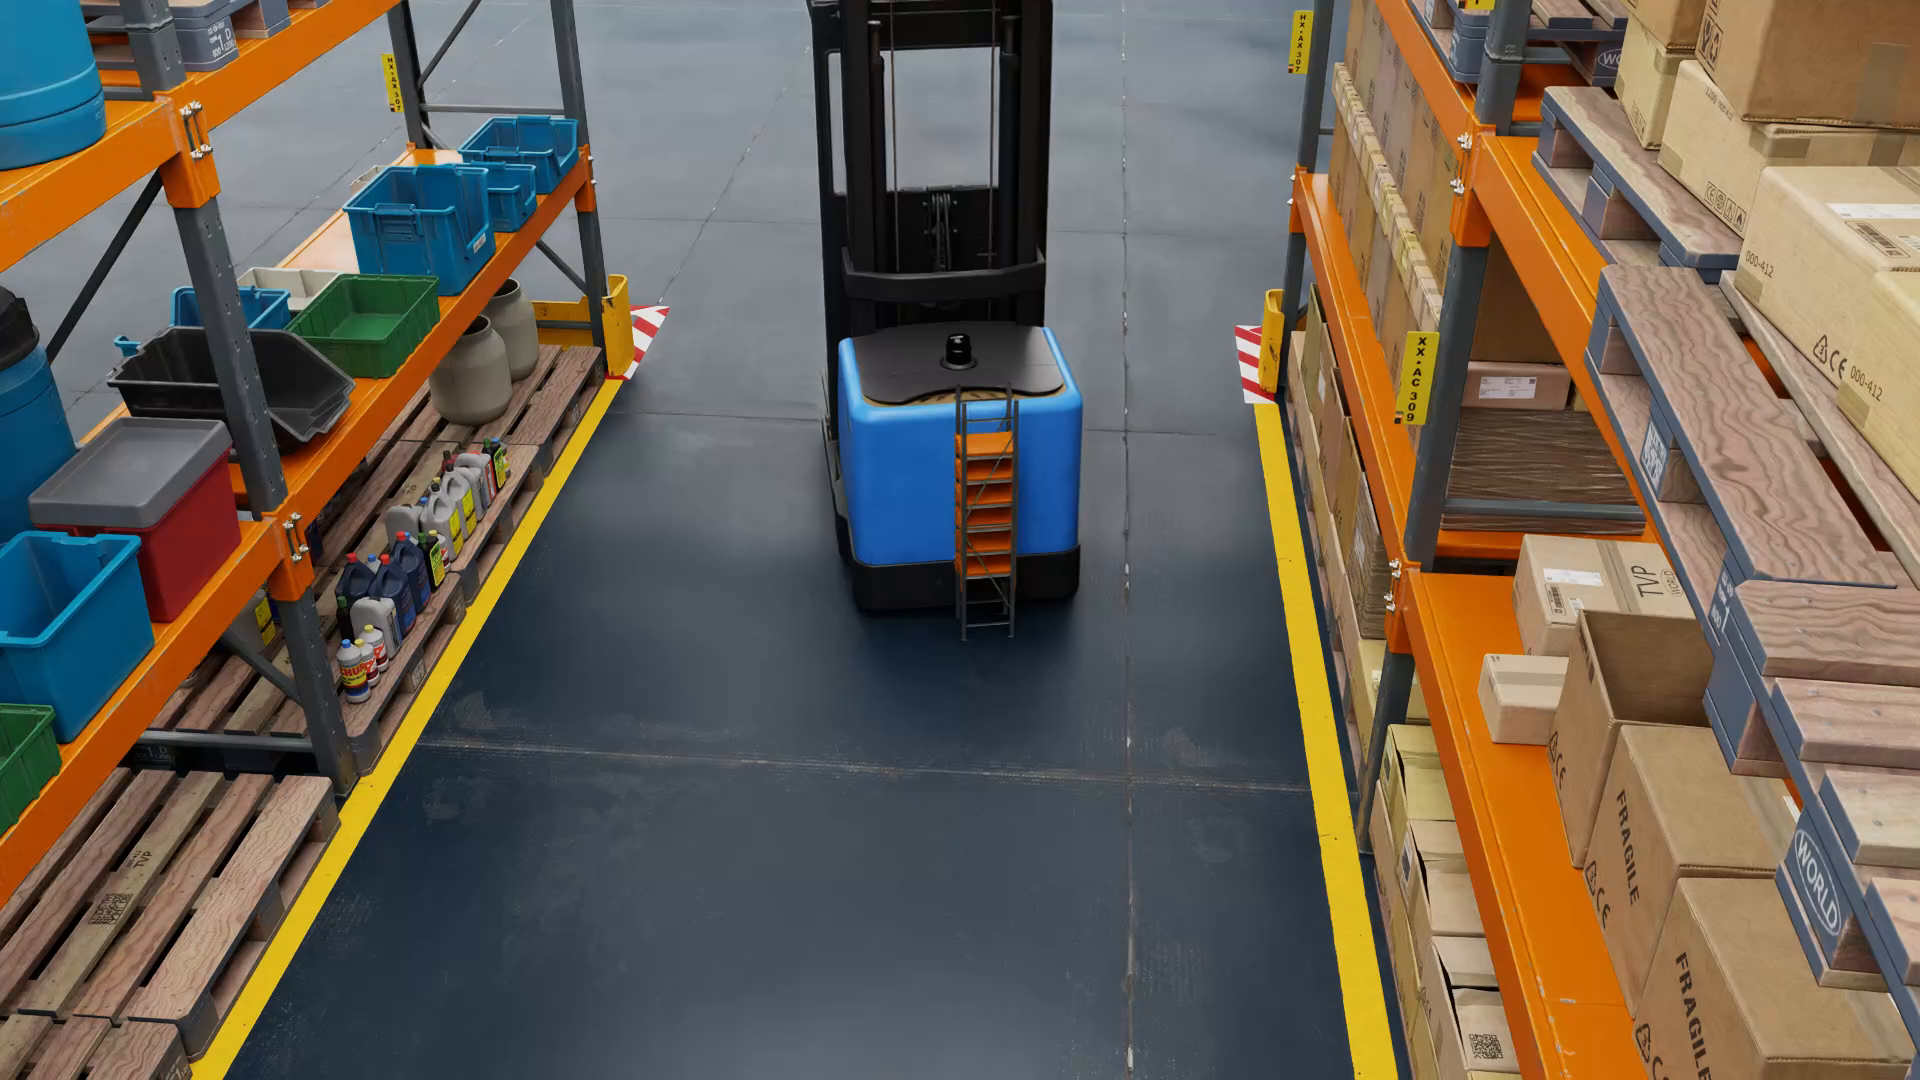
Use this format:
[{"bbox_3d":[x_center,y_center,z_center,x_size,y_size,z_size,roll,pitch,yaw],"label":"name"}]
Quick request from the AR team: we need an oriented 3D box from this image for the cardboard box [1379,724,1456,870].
[{"bbox_3d":[1.734,0.867,5.670,0.500,0.311,0.500,3,32,4],"label":"cardboard box"}]

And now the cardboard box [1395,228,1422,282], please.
[{"bbox_3d":[1.909,-1.093,6.451,0.380,0.149,0.250,2,32,4],"label":"cardboard box"}]

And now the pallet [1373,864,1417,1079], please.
[{"bbox_3d":[1.994,1.483,5.643,1.003,0.211,1.213,2,32,4],"label":"pallet"}]

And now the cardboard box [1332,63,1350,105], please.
[{"bbox_3d":[2.095,-2.306,8.418,0.380,0.149,0.250,2,32,4],"label":"cardboard box"}]

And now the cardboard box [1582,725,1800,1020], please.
[{"bbox_3d":[1.853,0.805,3.990,0.500,0.500,0.500,3,32,4],"label":"cardboard box"}]

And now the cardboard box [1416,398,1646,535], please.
[{"bbox_3d":[2.045,-0.366,5.890,0.700,0.500,0.500,2,32,3],"label":"cardboard box"}]

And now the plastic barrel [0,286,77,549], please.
[{"bbox_3d":[-3.255,-0.329,5.447,0.600,0.901,0.708,2,32,4],"label":"plastic barrel"}]

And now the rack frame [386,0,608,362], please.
[{"bbox_3d":[-2.595,-2.396,9.279,1.000,3.000,0.127,2,32,4],"label":"rack frame"}]

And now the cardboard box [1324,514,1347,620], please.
[{"bbox_3d":[1.912,0.126,7.408,0.500,0.250,0.500,2,32,4],"label":"cardboard box"}]

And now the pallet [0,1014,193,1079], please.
[{"bbox_3d":[-3.043,1.934,4.910,1.003,0.211,1.213,2,32,4],"label":"pallet"}]

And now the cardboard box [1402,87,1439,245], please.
[{"bbox_3d":[2.127,-1.444,6.403,0.700,0.500,0.500,2,32,4],"label":"cardboard box"}]

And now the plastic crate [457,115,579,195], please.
[{"bbox_3d":[-2.338,-2.059,8.873,0.499,0.251,0.616,2,32,4],"label":"plastic crate"}]

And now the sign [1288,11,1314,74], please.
[{"bbox_3d":[1.788,-2.612,8.728,0.100,0.325,0.005,2,32,4],"label":"sign"}]

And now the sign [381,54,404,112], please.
[{"bbox_3d":[-3.143,-2.540,9.249,0.100,0.325,0.005,2,32,4],"label":"sign"}]

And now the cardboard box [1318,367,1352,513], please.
[{"bbox_3d":[1.951,-0.455,7.635,0.500,0.500,0.500,2,32,4],"label":"cardboard box"}]

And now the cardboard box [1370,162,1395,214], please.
[{"bbox_3d":[1.969,-1.502,7.114,0.380,0.149,0.250,3,32,4],"label":"cardboard box"}]

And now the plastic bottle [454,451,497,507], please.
[{"bbox_3d":[-2.356,-0.314,8.078,0.152,0.276,0.135,3,32,4],"label":"plastic bottle"}]

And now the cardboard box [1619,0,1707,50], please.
[{"bbox_3d":[1.926,-1.481,3.964,0.500,0.500,0.500,3,32,5],"label":"cardboard box"}]

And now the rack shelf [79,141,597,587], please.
[{"bbox_3d":[-2.758,-1.044,7.771,1.077,0.370,4.000,2,32,4],"label":"rack shelf"}]

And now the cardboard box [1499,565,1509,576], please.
[{"bbox_3d":[2.398,0.090,6.750,0.500,0.500,0.500,2,32,4],"label":"cardboard box"}]

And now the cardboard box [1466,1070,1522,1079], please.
[{"bbox_3d":[1.610,1.671,4.365,0.500,0.311,0.500,3,32,5],"label":"cardboard box"}]

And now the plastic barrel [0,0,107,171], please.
[{"bbox_3d":[-2.746,-1.520,4.520,0.600,0.901,0.708,2,32,4],"label":"plastic barrel"}]

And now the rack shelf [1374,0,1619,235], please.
[{"bbox_3d":[2.178,-2.108,6.638,1.077,0.370,4.000,2,32,4],"label":"rack shelf"}]

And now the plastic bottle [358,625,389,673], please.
[{"bbox_3d":[-2.442,0.445,6.917,0.097,0.201,0.097,0,32,0],"label":"plastic bottle"}]

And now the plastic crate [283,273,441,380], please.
[{"bbox_3d":[-2.529,-0.912,7.073,0.450,0.188,0.662,2,32,4],"label":"plastic crate"}]

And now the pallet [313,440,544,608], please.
[{"bbox_3d":[-2.728,-0.107,8.222,1.003,0.211,1.213,2,32,4],"label":"pallet"}]

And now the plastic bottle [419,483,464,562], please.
[{"bbox_3d":[-2.392,-0.090,7.642,0.144,0.351,0.185,2,32,4],"label":"plastic bottle"}]

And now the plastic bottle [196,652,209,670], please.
[{"bbox_3d":[-3.211,0.399,6.914,0.061,0.283,0.133,4,32,6],"label":"plastic bottle"}]

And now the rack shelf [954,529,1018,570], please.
[{"bbox_3d":[0.114,0.031,7.369,0.258,0.103,0.180,-4,32,-7],"label":"rack shelf"}]

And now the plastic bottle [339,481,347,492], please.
[{"bbox_3d":[-3.090,-0.375,8.169,0.061,0.283,0.133,3,32,5],"label":"plastic bottle"}]

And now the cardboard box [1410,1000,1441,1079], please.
[{"bbox_3d":[1.653,1.639,4.952,0.500,0.250,0.500,2,32,2],"label":"cardboard box"}]

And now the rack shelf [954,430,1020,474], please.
[{"bbox_3d":[0.114,-0.377,7.117,0.258,0.103,0.180,-4,32,-7],"label":"rack shelf"}]

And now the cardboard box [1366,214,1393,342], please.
[{"bbox_3d":[2.167,-1.172,7.198,0.700,0.500,0.500,3,32,5],"label":"cardboard box"}]

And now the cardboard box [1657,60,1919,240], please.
[{"bbox_3d":[1.914,-0.874,3.693,0.500,0.250,0.500,0,32,-1],"label":"cardboard box"}]

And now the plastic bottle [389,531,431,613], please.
[{"bbox_3d":[-2.426,0.133,7.281,0.144,0.351,0.185,1,32,2],"label":"plastic bottle"}]

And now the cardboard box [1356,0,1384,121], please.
[{"bbox_3d":[2.249,-2.231,7.680,0.700,0.500,0.500,2,32,3],"label":"cardboard box"}]

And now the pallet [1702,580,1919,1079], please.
[{"bbox_3d":[1.656,0.445,1.989,1.213,0.211,1.003,4,32,6],"label":"pallet"}]

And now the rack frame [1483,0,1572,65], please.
[{"bbox_3d":[2.015,-2.645,3.965,1.000,3.000,0.127,2,32,4],"label":"rack frame"}]

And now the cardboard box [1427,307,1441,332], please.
[{"bbox_3d":[1.846,-0.690,5.798,0.380,0.149,0.250,2,32,3],"label":"cardboard box"}]

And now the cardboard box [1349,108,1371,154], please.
[{"bbox_3d":[2.031,-1.905,7.769,0.380,0.149,0.250,2,32,3],"label":"cardboard box"}]

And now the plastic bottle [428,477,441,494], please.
[{"bbox_3d":[-2.493,-0.206,7.973,0.097,0.201,0.097,0,32,0],"label":"plastic bottle"}]

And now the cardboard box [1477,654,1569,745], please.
[{"bbox_3d":[1.740,0.470,4.867,0.380,0.149,0.250,2,32,4],"label":"cardboard box"}]

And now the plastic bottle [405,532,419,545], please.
[{"bbox_3d":[-2.452,0.088,7.429,0.097,0.271,0.097,0,32,0],"label":"plastic bottle"}]

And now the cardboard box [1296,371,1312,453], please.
[{"bbox_3d":[2.039,-0.658,8.680,0.500,0.250,0.500,2,32,4],"label":"cardboard box"}]

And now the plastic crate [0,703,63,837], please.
[{"bbox_3d":[-2.782,0.708,4.444,0.450,0.188,0.662,2,32,4],"label":"plastic crate"}]

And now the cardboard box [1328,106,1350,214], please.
[{"bbox_3d":[2.290,-1.982,8.511,0.700,0.500,0.500,2,32,4],"label":"cardboard box"}]

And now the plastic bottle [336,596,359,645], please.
[{"bbox_3d":[-2.565,0.342,7.006,0.061,0.283,0.133,2,32,4],"label":"plastic bottle"}]

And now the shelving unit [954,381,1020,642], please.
[{"bbox_3d":[0.114,-0.109,7.283,0.258,1.200,0.189,-4,32,-7],"label":"shelving unit"}]

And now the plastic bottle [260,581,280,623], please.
[{"bbox_3d":[-2.991,0.211,7.225,0.152,0.276,0.135,2,32,4],"label":"plastic bottle"}]

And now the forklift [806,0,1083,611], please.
[{"bbox_3d":[-0.158,-1.680,8.183,1.130,2.935,3.031,-4,32,-7],"label":"forklift"}]

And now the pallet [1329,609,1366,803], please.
[{"bbox_3d":[2.122,0.682,6.942,1.003,0.211,1.213,2,32,4],"label":"pallet"}]

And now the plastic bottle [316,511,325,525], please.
[{"bbox_3d":[-3.098,-0.174,7.922,0.097,0.201,0.097,0,32,0],"label":"plastic bottle"}]

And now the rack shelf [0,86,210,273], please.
[{"bbox_3d":[-3.084,-0.230,3.590,1.077,0.370,4.000,2,32,4],"label":"rack shelf"}]
